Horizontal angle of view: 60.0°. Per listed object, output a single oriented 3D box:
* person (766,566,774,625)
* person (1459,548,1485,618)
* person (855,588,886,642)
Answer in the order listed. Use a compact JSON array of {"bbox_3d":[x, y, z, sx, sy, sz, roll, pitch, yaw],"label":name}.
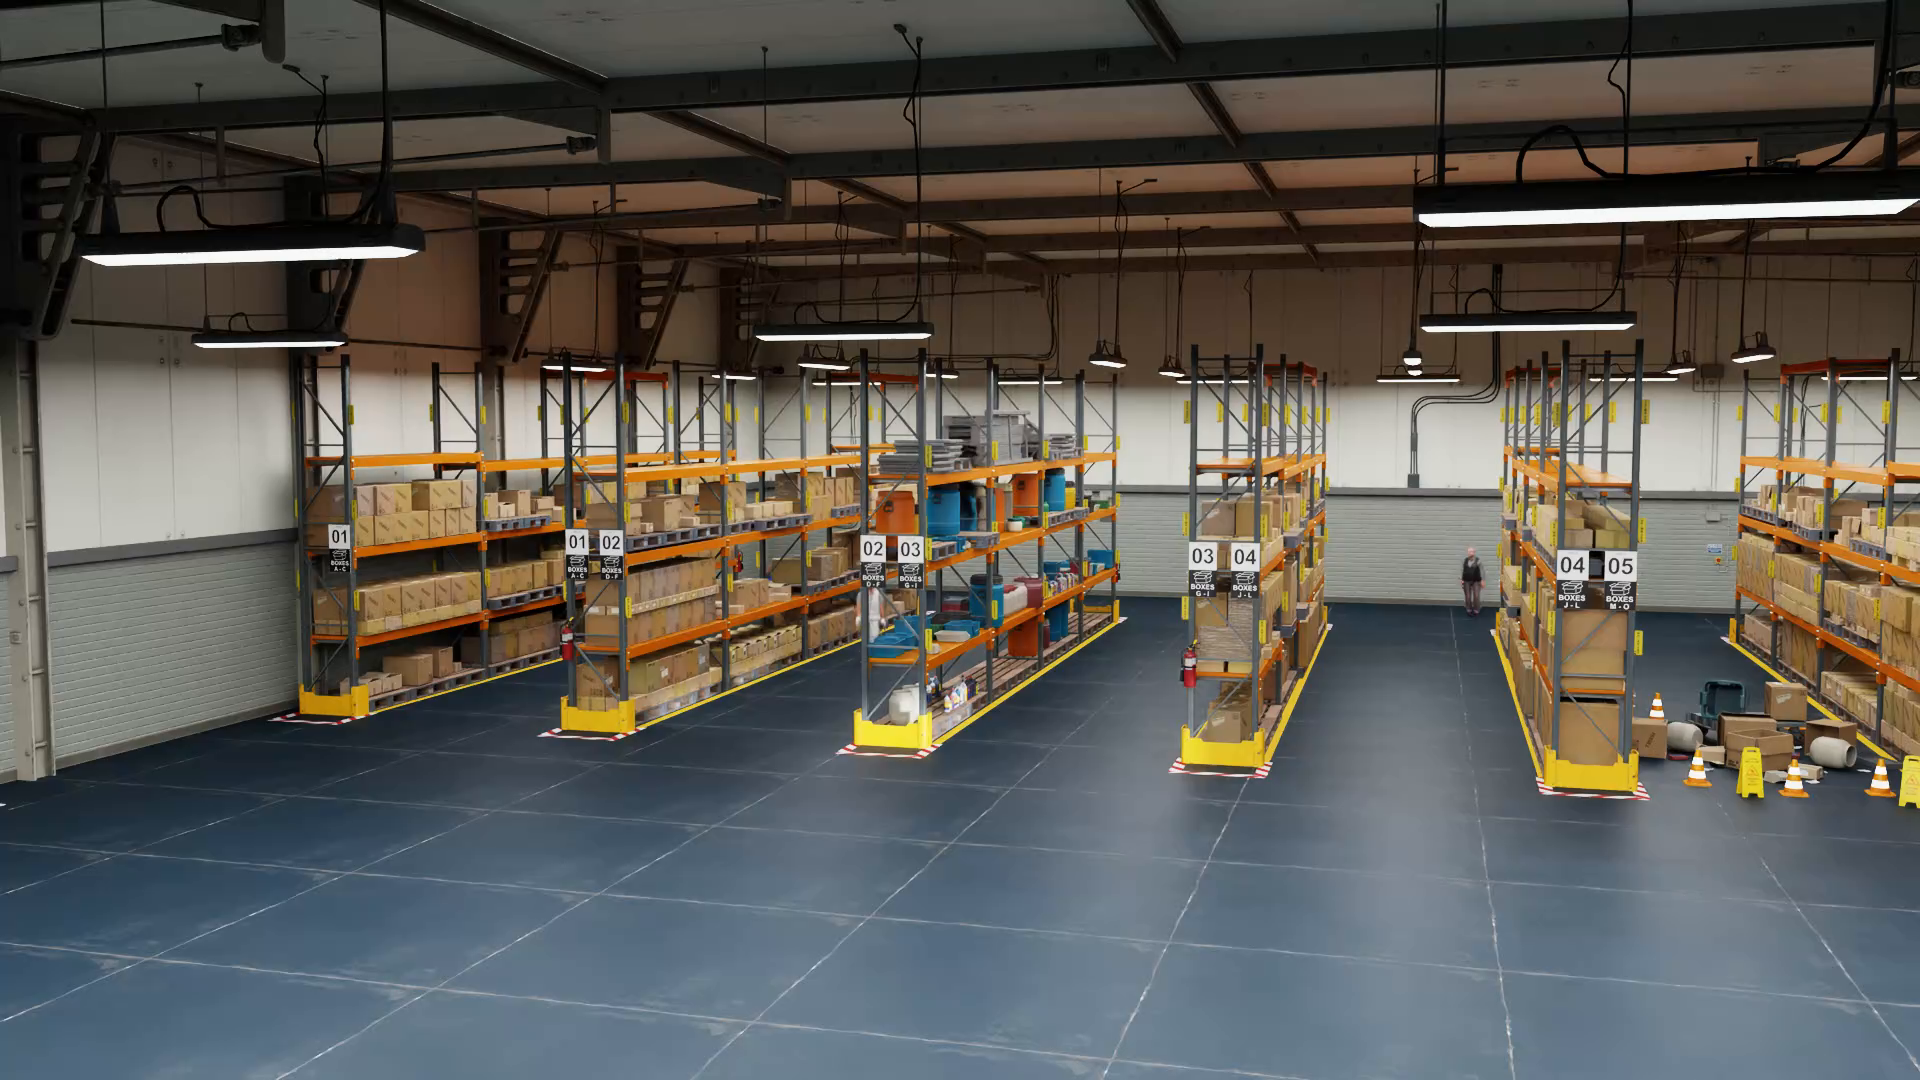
[{"bbox_3d":[-4.366,1.387,37.465,0.413,1.608,0.949,2,5,22],"label":"person"},{"bbox_3d":[12.751,1.017,41.399,0.616,1.654,0.437,1,4,14],"label":"person"},{"bbox_3d":[-1.812,1.603,33.130,0.567,1.733,1.017,1,4,9],"label":"person"}]
